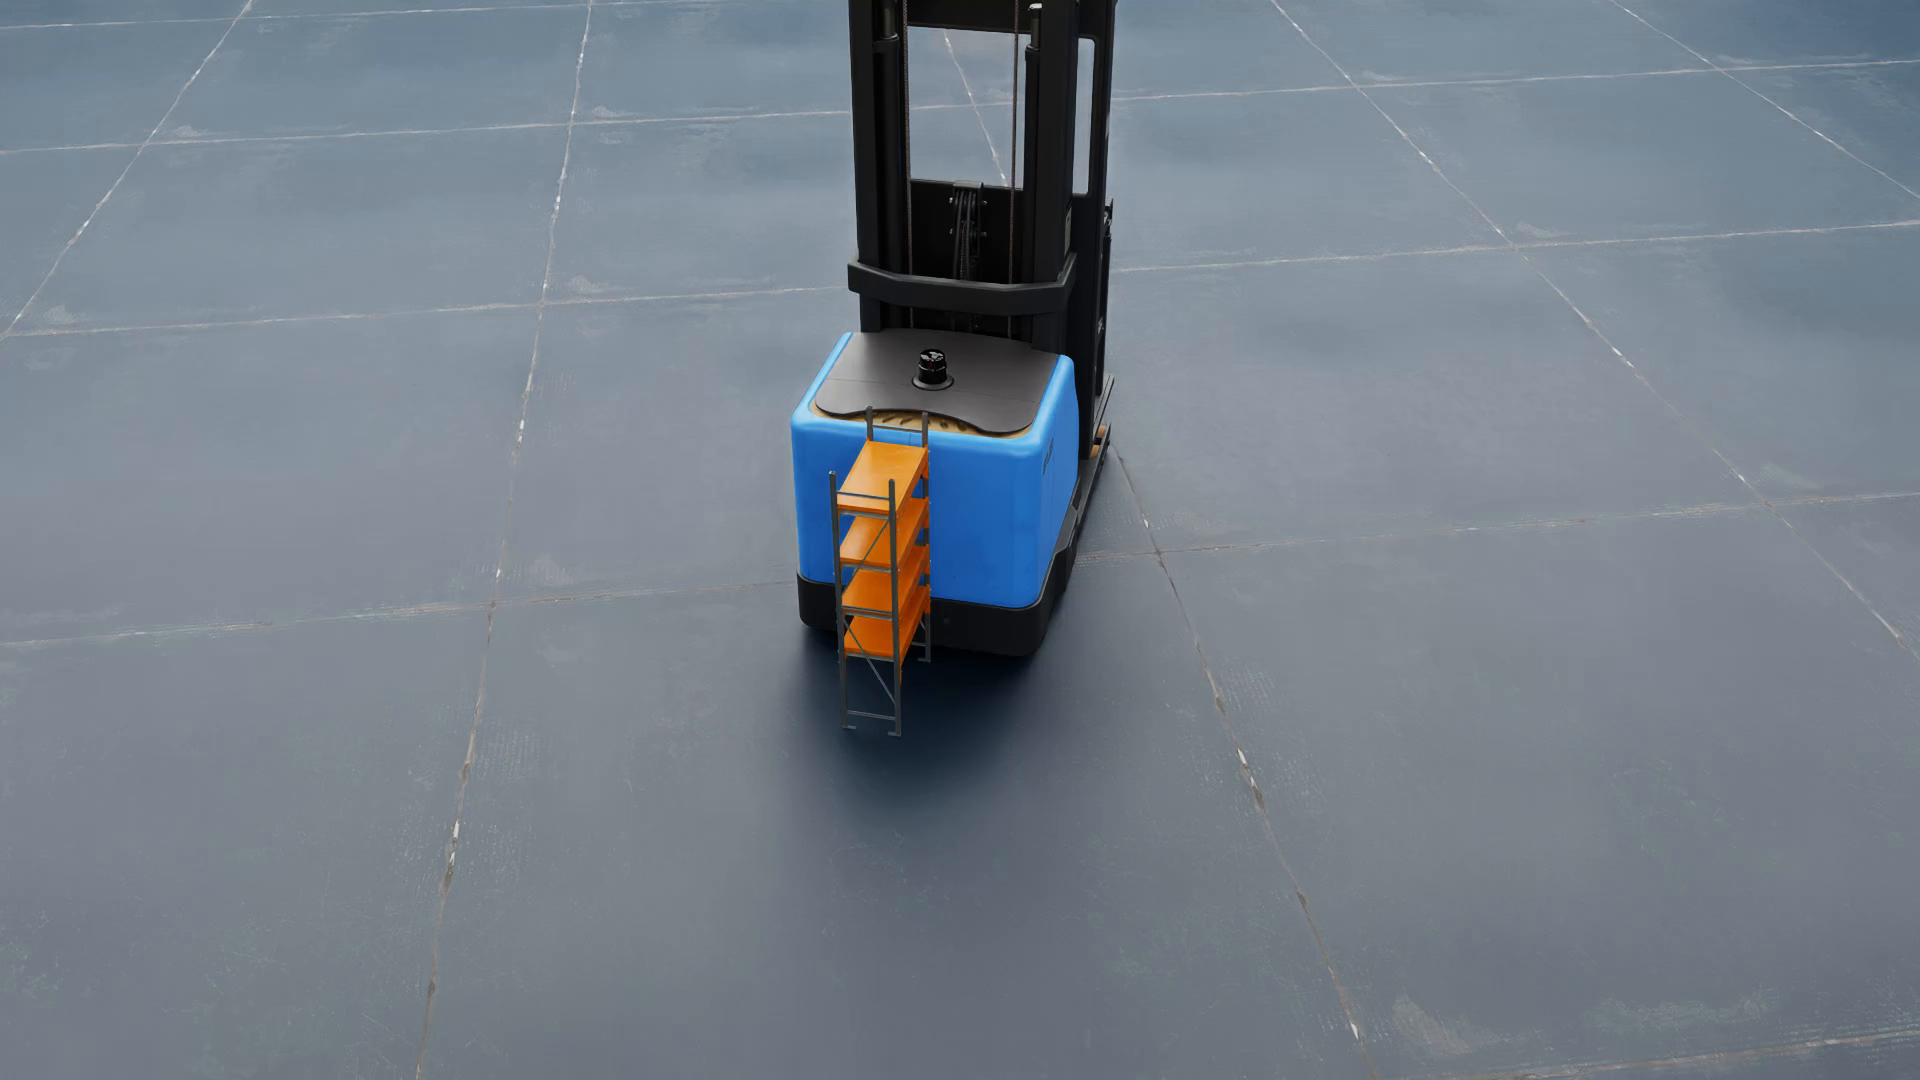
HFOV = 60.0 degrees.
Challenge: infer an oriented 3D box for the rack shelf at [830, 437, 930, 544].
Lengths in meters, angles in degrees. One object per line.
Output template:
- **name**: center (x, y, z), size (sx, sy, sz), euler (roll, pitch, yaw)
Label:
- **rack shelf**: center (-0.296, -0.191, 6.267), size (0.258, 0.148, 0.480), euler (7, 35, 11)

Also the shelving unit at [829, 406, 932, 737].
- **shelving unit**: center (-0.296, 0.133, 6.489), size (0.258, 1.200, 0.503), euler (7, 35, 11)

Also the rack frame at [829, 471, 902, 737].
- **rack frame**: center (-0.351, 0.267, 6.292), size (0.240, 1.200, 0.015), euler (7, 35, 11)

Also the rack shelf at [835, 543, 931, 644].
- **rack shelf**: center (-0.296, 0.189, 6.527), size (0.258, 0.148, 0.480), euler (7, 35, 11)

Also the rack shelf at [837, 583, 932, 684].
- **rack shelf**: center (-0.296, 0.353, 6.638), size (0.258, 0.148, 0.480), euler (7, 35, 11)

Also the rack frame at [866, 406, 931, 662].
- **rack frame**: center (-0.241, 0.000, 6.685), size (0.240, 1.200, 0.015), euler (7, 35, 11)

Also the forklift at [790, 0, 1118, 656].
- **forklift**: center (0.140, -1.553, 7.427), size (1.130, 2.935, 3.031), euler (7, 35, 11)

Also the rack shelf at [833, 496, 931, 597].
- **rack shelf**: center (-0.296, 0.004, 6.401), size (0.258, 0.148, 0.480), euler (7, 35, 11)
